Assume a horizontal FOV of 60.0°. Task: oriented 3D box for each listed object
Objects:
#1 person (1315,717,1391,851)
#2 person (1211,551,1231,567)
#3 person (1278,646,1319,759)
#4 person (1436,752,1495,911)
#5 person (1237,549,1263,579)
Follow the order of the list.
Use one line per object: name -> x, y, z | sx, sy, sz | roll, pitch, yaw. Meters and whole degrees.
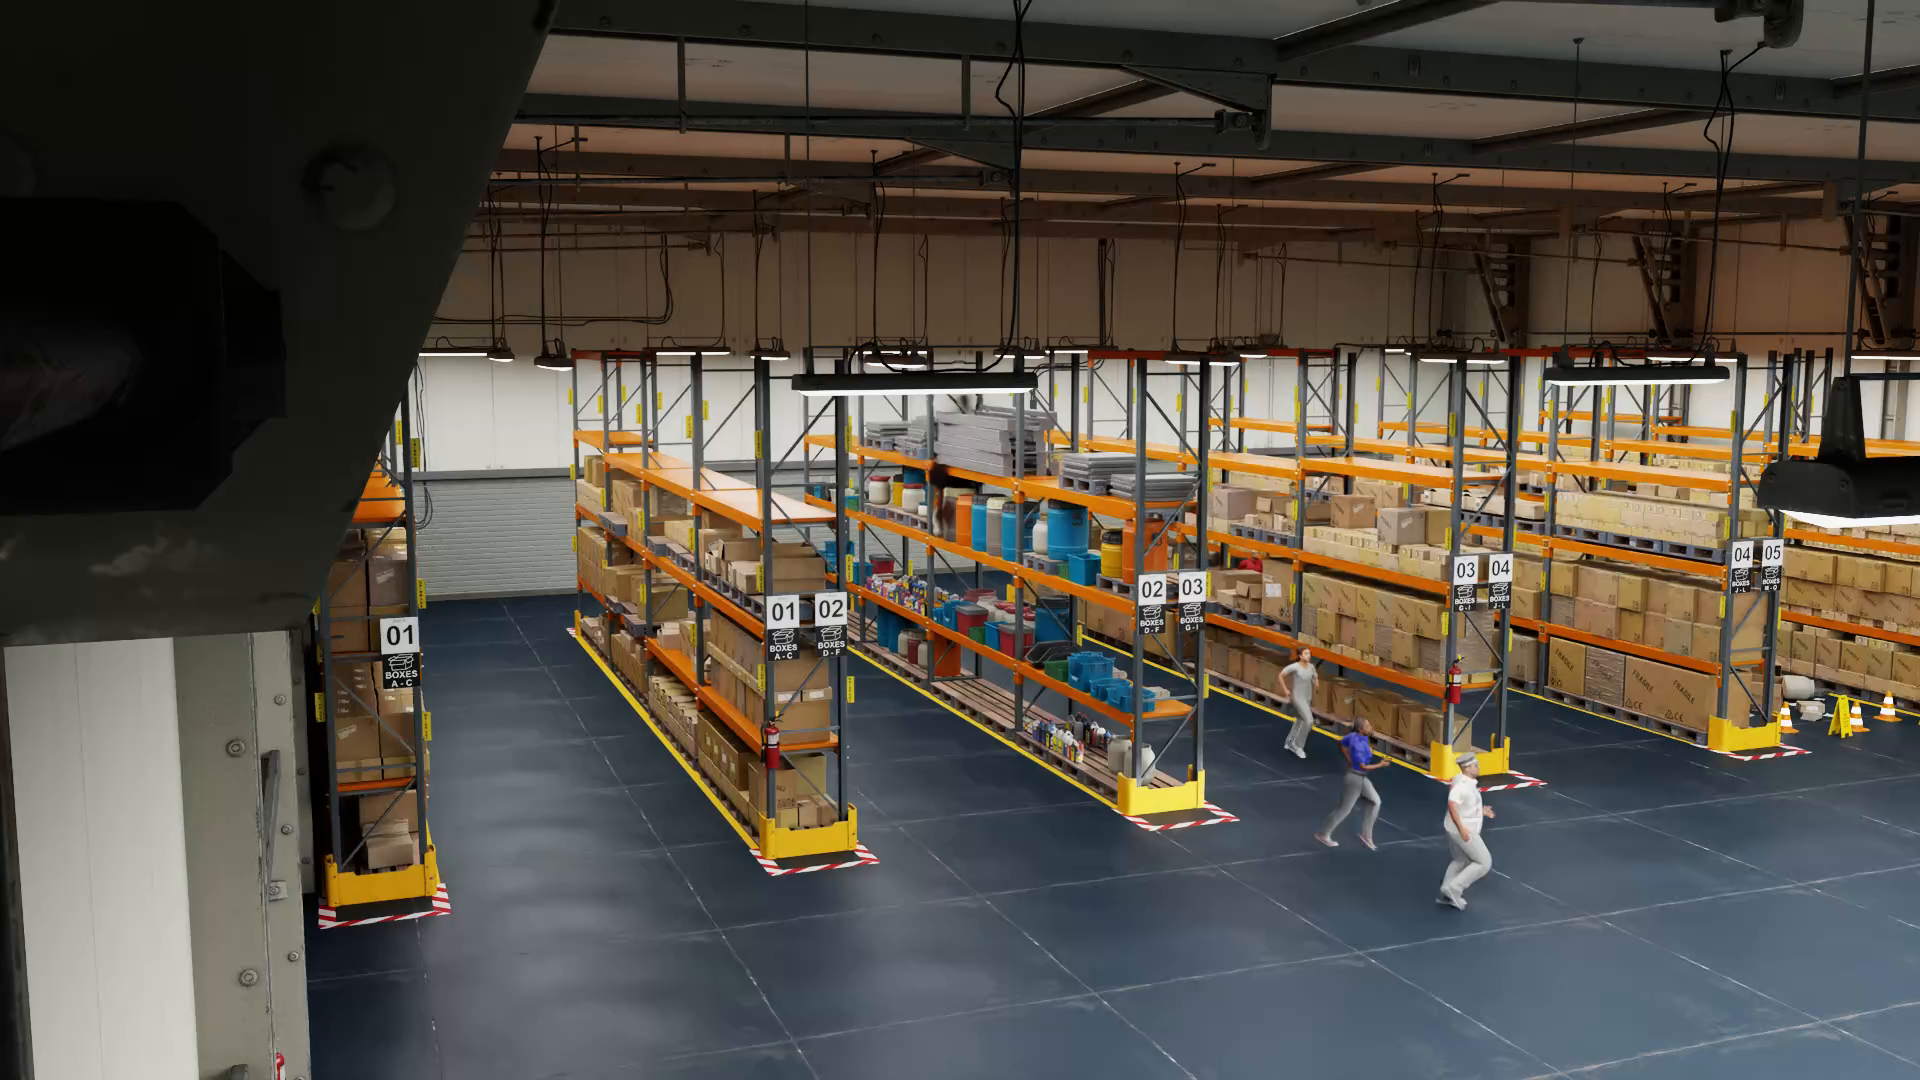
person -> 4.828, 2.991, 20.405 | 0.882, 1.696, 0.585 | 2, 7, 14
person -> 6.559, 0.267, 41.672 | 0.890, 1.762, 0.775 | 1, 7, 7
person -> 5.121, 2.412, 24.891 | 0.546, 1.679, 0.661 | -5, 9, -35
person -> 5.607, 3.189, 18.335 | 0.625, 1.756, 0.667 | 1, 7, 5
person -> 6.350, 1.059, 35.785 | 0.626, 1.783, 0.737 | -3, 8, -20
